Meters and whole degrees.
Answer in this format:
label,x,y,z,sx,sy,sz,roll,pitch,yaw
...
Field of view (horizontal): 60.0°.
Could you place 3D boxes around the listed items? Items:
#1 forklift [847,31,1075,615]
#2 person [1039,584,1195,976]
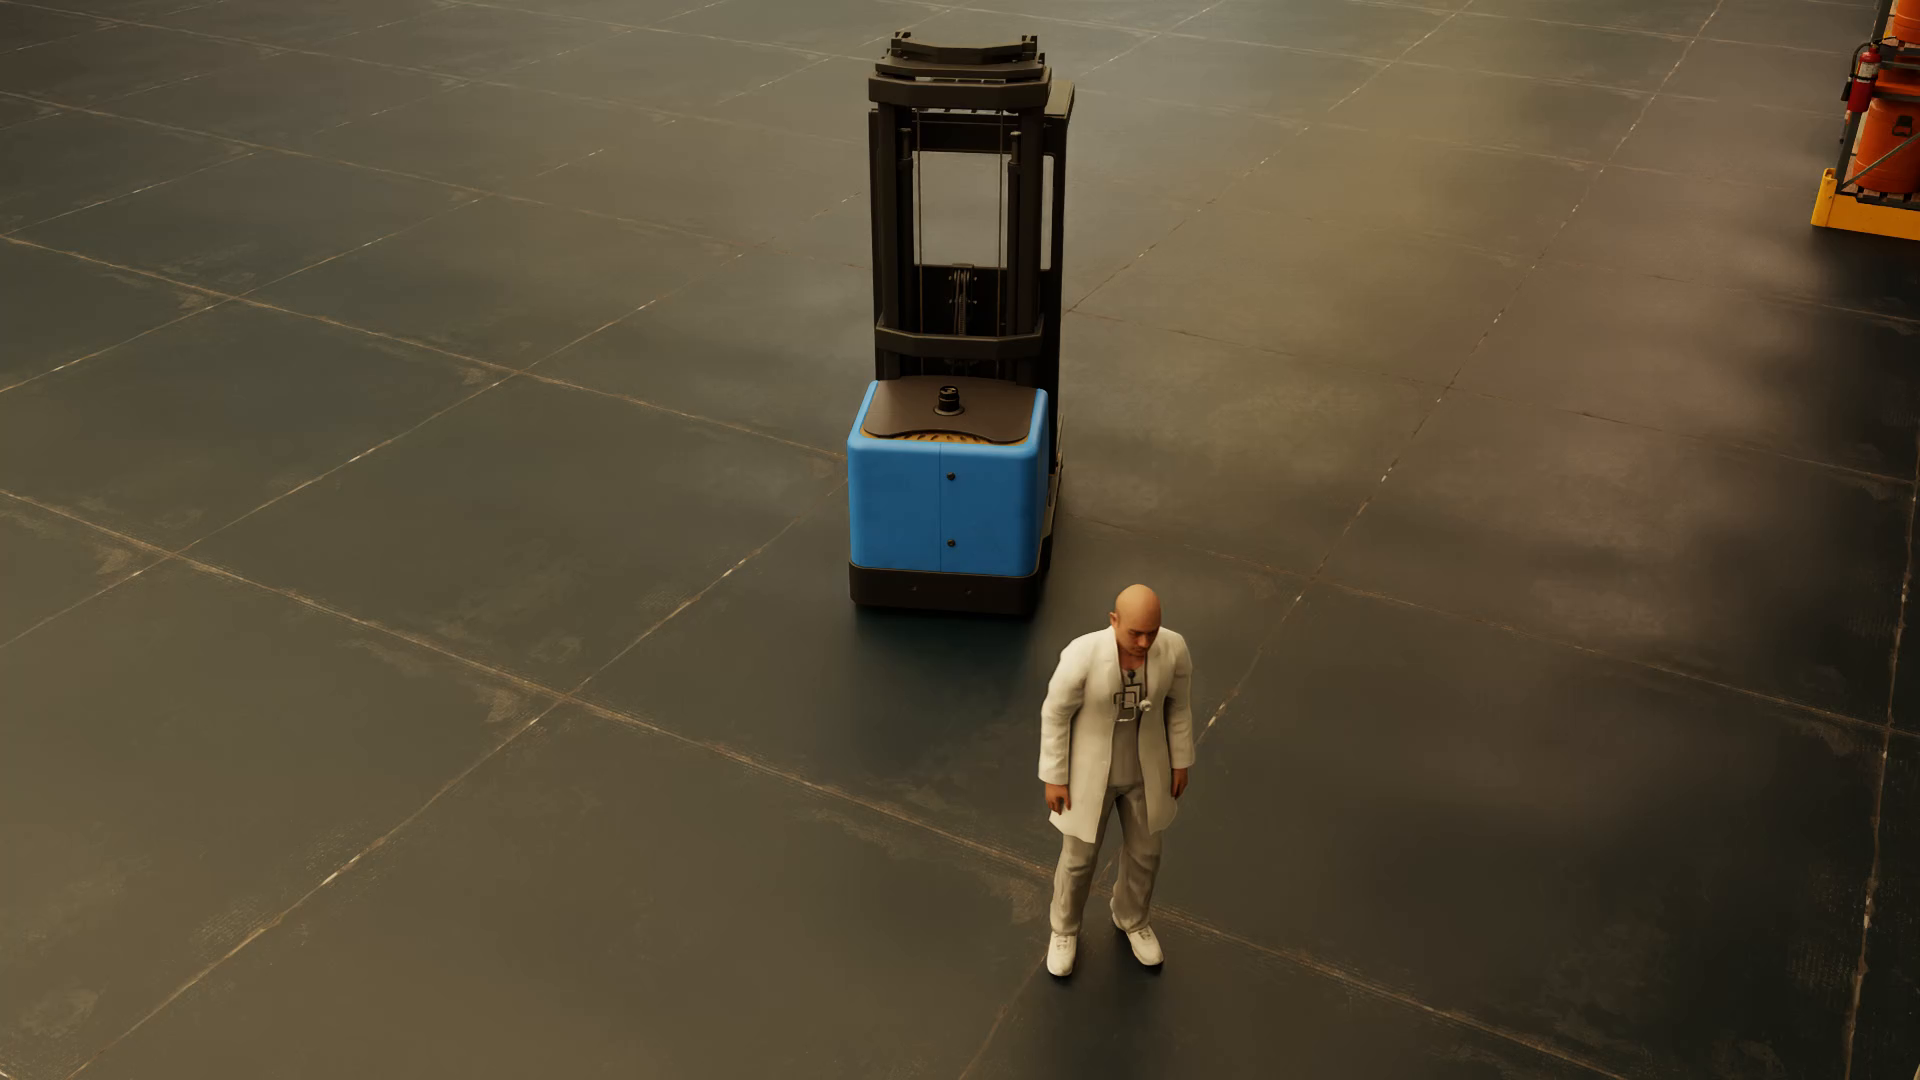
label,x,y,z,sx,sy,sz,roll,pitch,yaw
forklift,0.072,-1.572,9.794,1.130,2.935,3.031,3,30,6
person,0.629,0.930,6.619,0.643,1.772,0.436,-6,30,-10
